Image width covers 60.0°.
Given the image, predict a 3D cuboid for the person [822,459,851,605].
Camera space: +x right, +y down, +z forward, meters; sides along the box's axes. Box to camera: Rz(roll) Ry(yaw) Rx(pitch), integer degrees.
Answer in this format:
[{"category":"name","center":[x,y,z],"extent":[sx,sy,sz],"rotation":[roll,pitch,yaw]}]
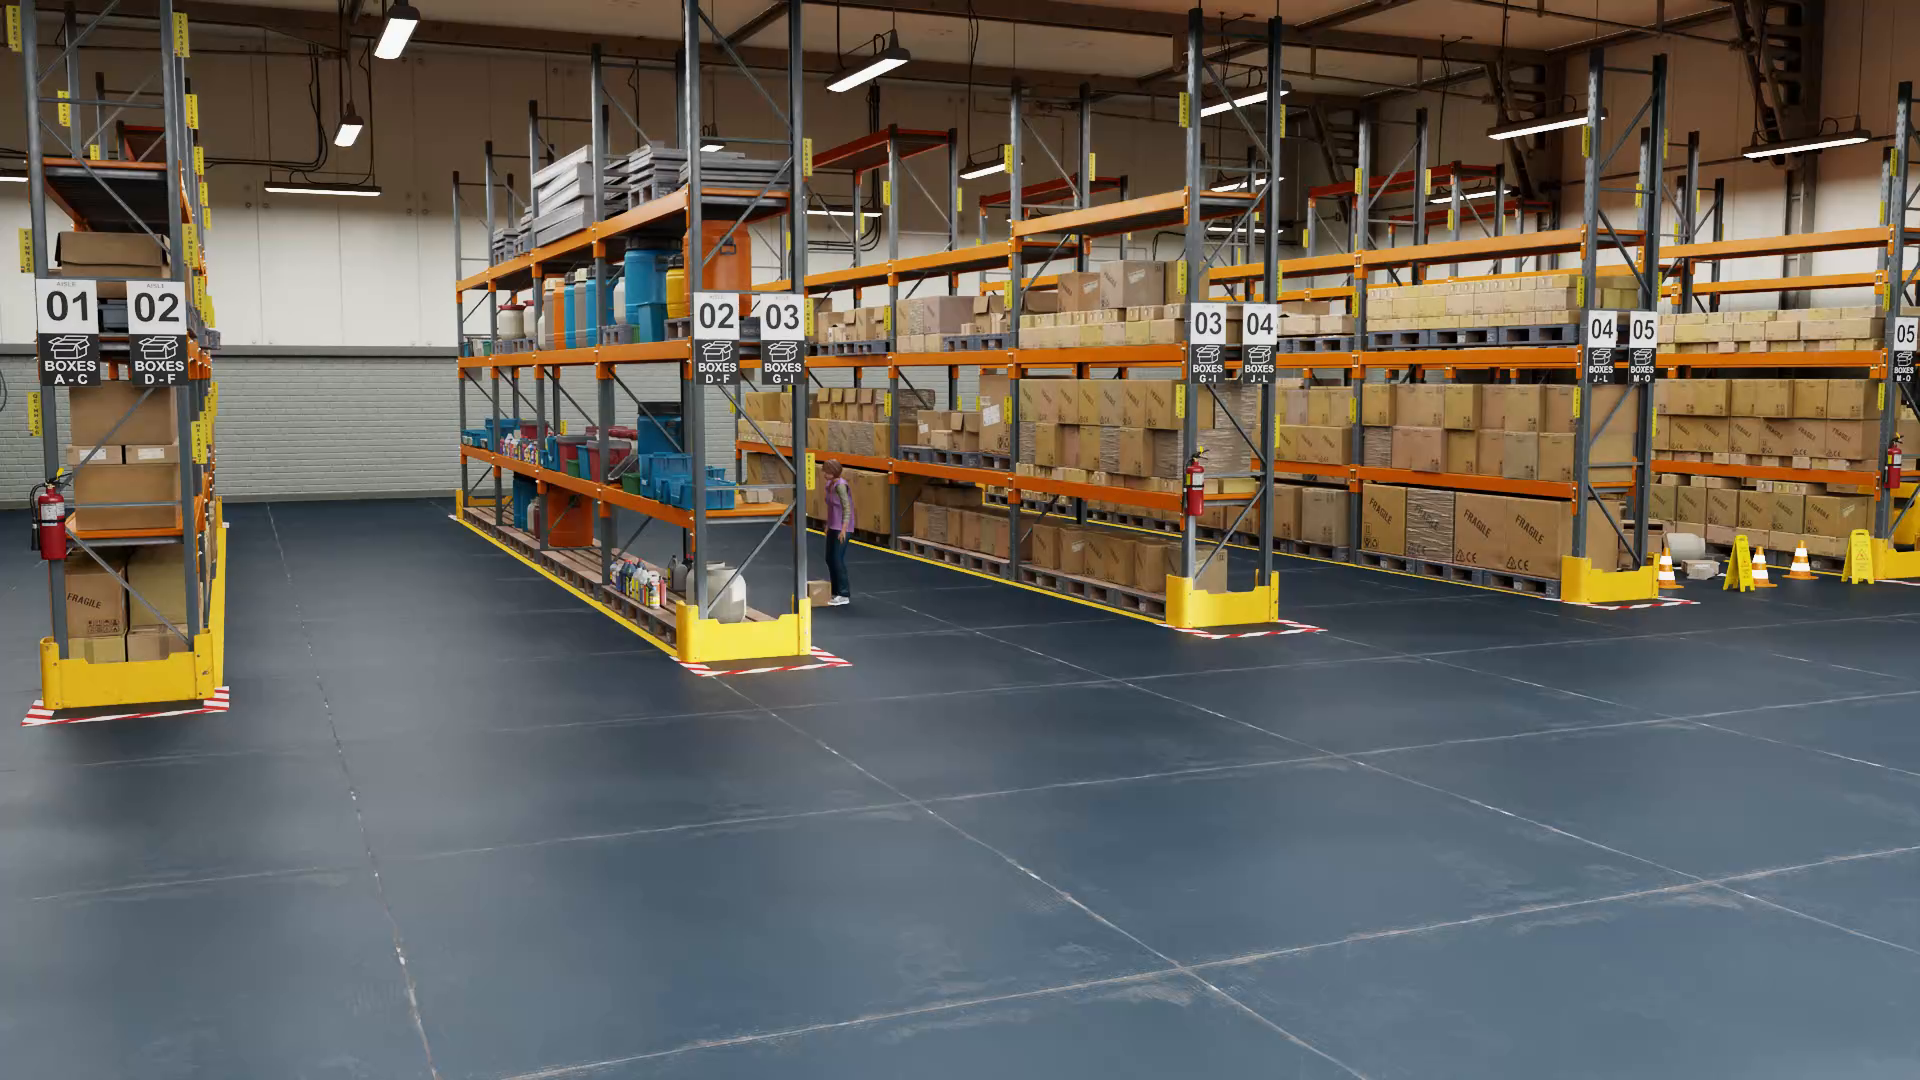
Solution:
[{"category":"person","center":[-1.351,-0.093,18.166],"extent":[0.330,1.592,0.484],"rotation":[-3,6,-27]}]
